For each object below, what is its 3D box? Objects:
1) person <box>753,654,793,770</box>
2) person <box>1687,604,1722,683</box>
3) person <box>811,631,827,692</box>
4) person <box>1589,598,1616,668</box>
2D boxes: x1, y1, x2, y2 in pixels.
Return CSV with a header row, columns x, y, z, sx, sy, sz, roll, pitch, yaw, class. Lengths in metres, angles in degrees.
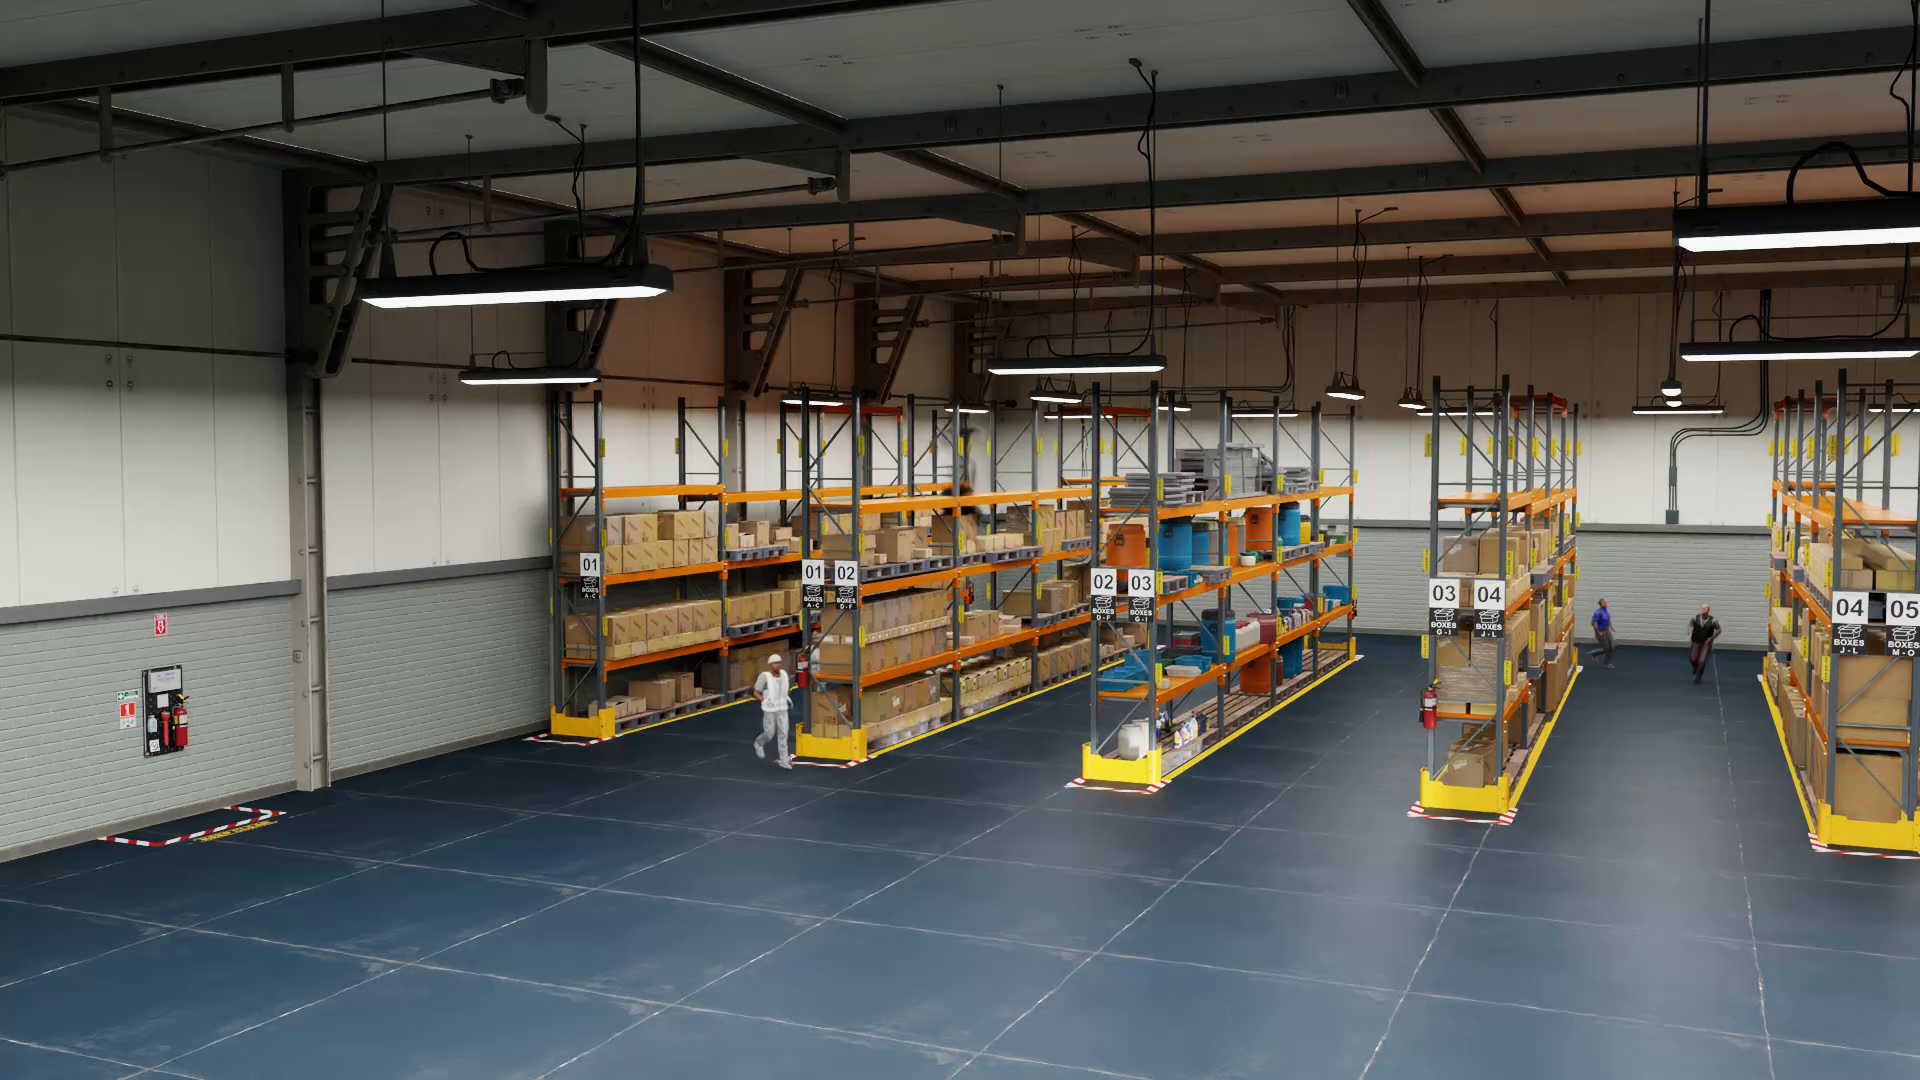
x,y,z,sx,sy,sz,roll,pitch,yaw,class
-2.901,2.662,25.988,0.686,1.766,1.012,-2,4,-34,person
15.933,2.206,35.622,0.682,1.686,0.601,2,4,35,person
-2.554,2.504,30.310,0.592,1.752,0.829,1,3,16,person
14.622,2.119,37.972,0.607,1.601,0.572,-2,4,-34,person
